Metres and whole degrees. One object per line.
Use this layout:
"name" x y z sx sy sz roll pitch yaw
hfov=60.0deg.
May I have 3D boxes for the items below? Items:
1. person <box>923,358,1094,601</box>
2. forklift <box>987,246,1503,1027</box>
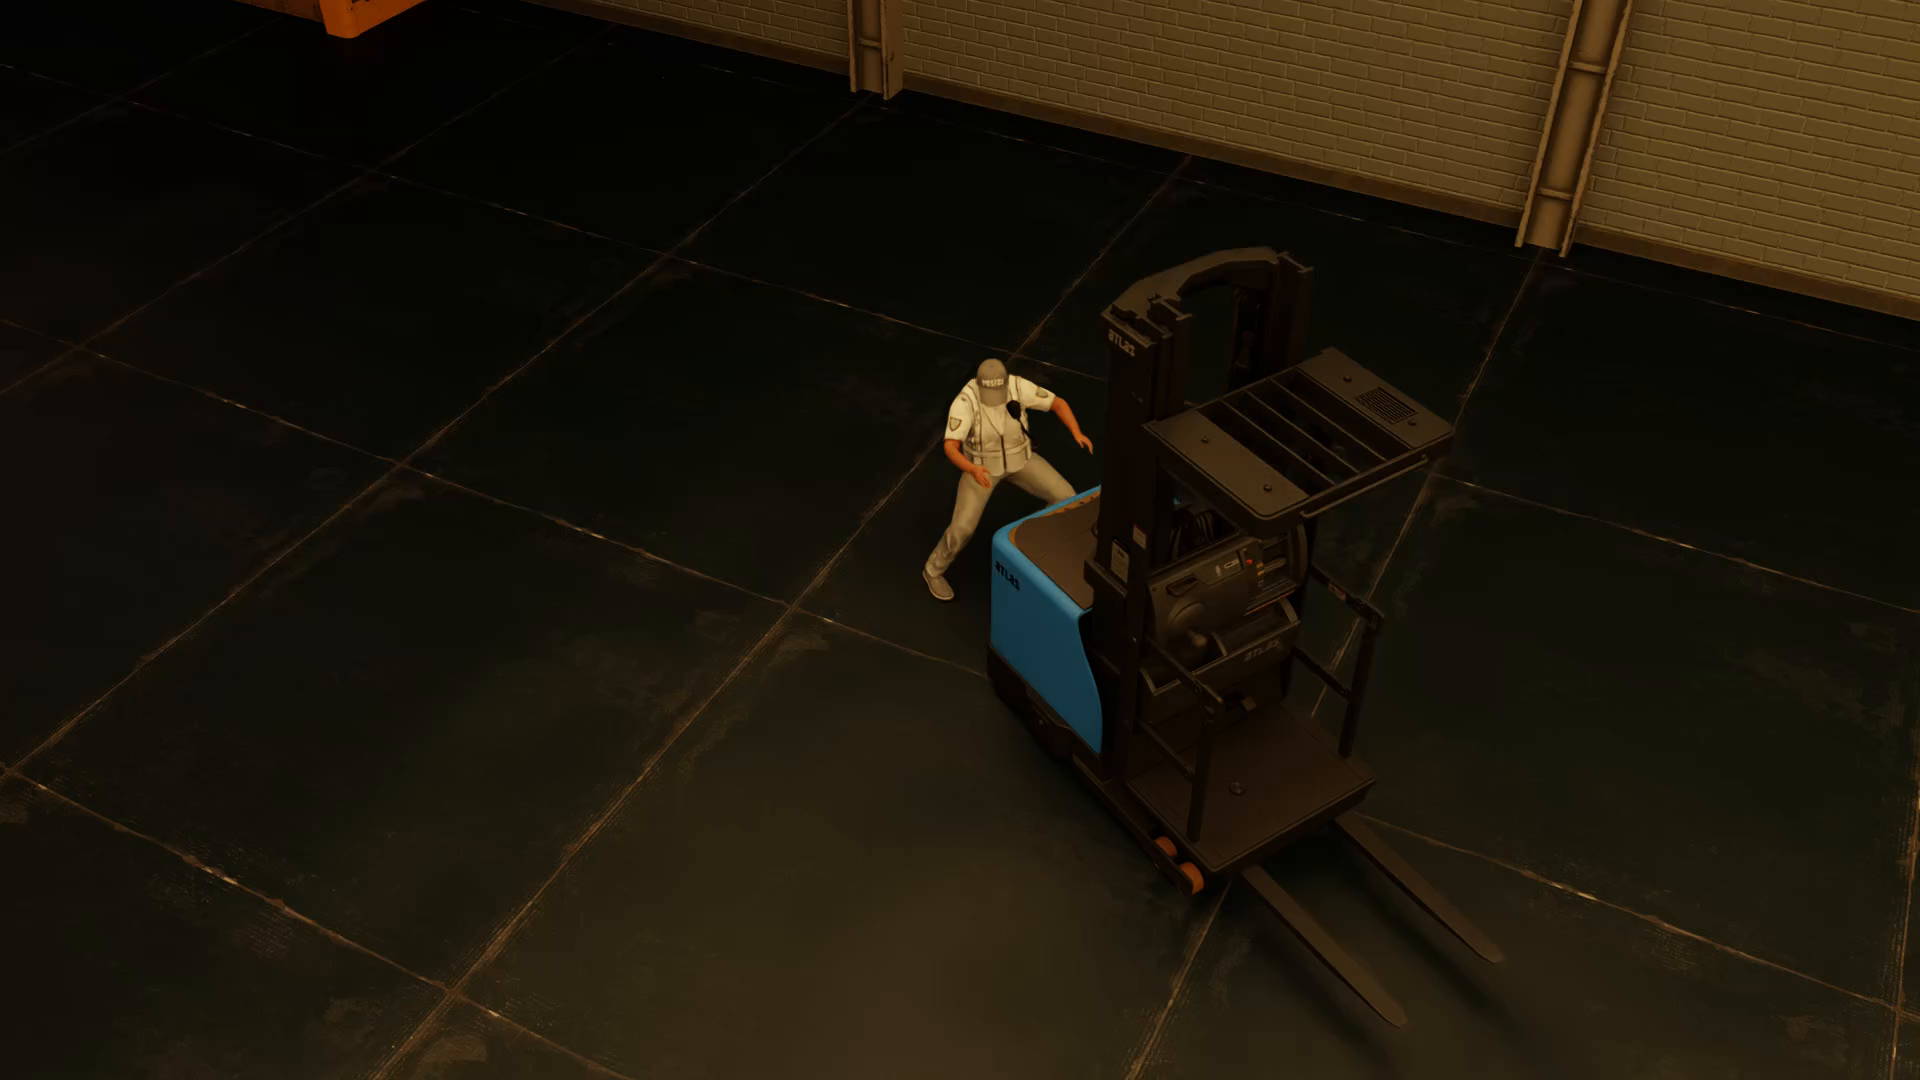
"person" 0.248 -0.388 9.596 0.957 1.451 0.737 -8 41 -9
"forklift" 1.382 0.274 7.661 1.130 2.935 3.031 -23 45 -25
